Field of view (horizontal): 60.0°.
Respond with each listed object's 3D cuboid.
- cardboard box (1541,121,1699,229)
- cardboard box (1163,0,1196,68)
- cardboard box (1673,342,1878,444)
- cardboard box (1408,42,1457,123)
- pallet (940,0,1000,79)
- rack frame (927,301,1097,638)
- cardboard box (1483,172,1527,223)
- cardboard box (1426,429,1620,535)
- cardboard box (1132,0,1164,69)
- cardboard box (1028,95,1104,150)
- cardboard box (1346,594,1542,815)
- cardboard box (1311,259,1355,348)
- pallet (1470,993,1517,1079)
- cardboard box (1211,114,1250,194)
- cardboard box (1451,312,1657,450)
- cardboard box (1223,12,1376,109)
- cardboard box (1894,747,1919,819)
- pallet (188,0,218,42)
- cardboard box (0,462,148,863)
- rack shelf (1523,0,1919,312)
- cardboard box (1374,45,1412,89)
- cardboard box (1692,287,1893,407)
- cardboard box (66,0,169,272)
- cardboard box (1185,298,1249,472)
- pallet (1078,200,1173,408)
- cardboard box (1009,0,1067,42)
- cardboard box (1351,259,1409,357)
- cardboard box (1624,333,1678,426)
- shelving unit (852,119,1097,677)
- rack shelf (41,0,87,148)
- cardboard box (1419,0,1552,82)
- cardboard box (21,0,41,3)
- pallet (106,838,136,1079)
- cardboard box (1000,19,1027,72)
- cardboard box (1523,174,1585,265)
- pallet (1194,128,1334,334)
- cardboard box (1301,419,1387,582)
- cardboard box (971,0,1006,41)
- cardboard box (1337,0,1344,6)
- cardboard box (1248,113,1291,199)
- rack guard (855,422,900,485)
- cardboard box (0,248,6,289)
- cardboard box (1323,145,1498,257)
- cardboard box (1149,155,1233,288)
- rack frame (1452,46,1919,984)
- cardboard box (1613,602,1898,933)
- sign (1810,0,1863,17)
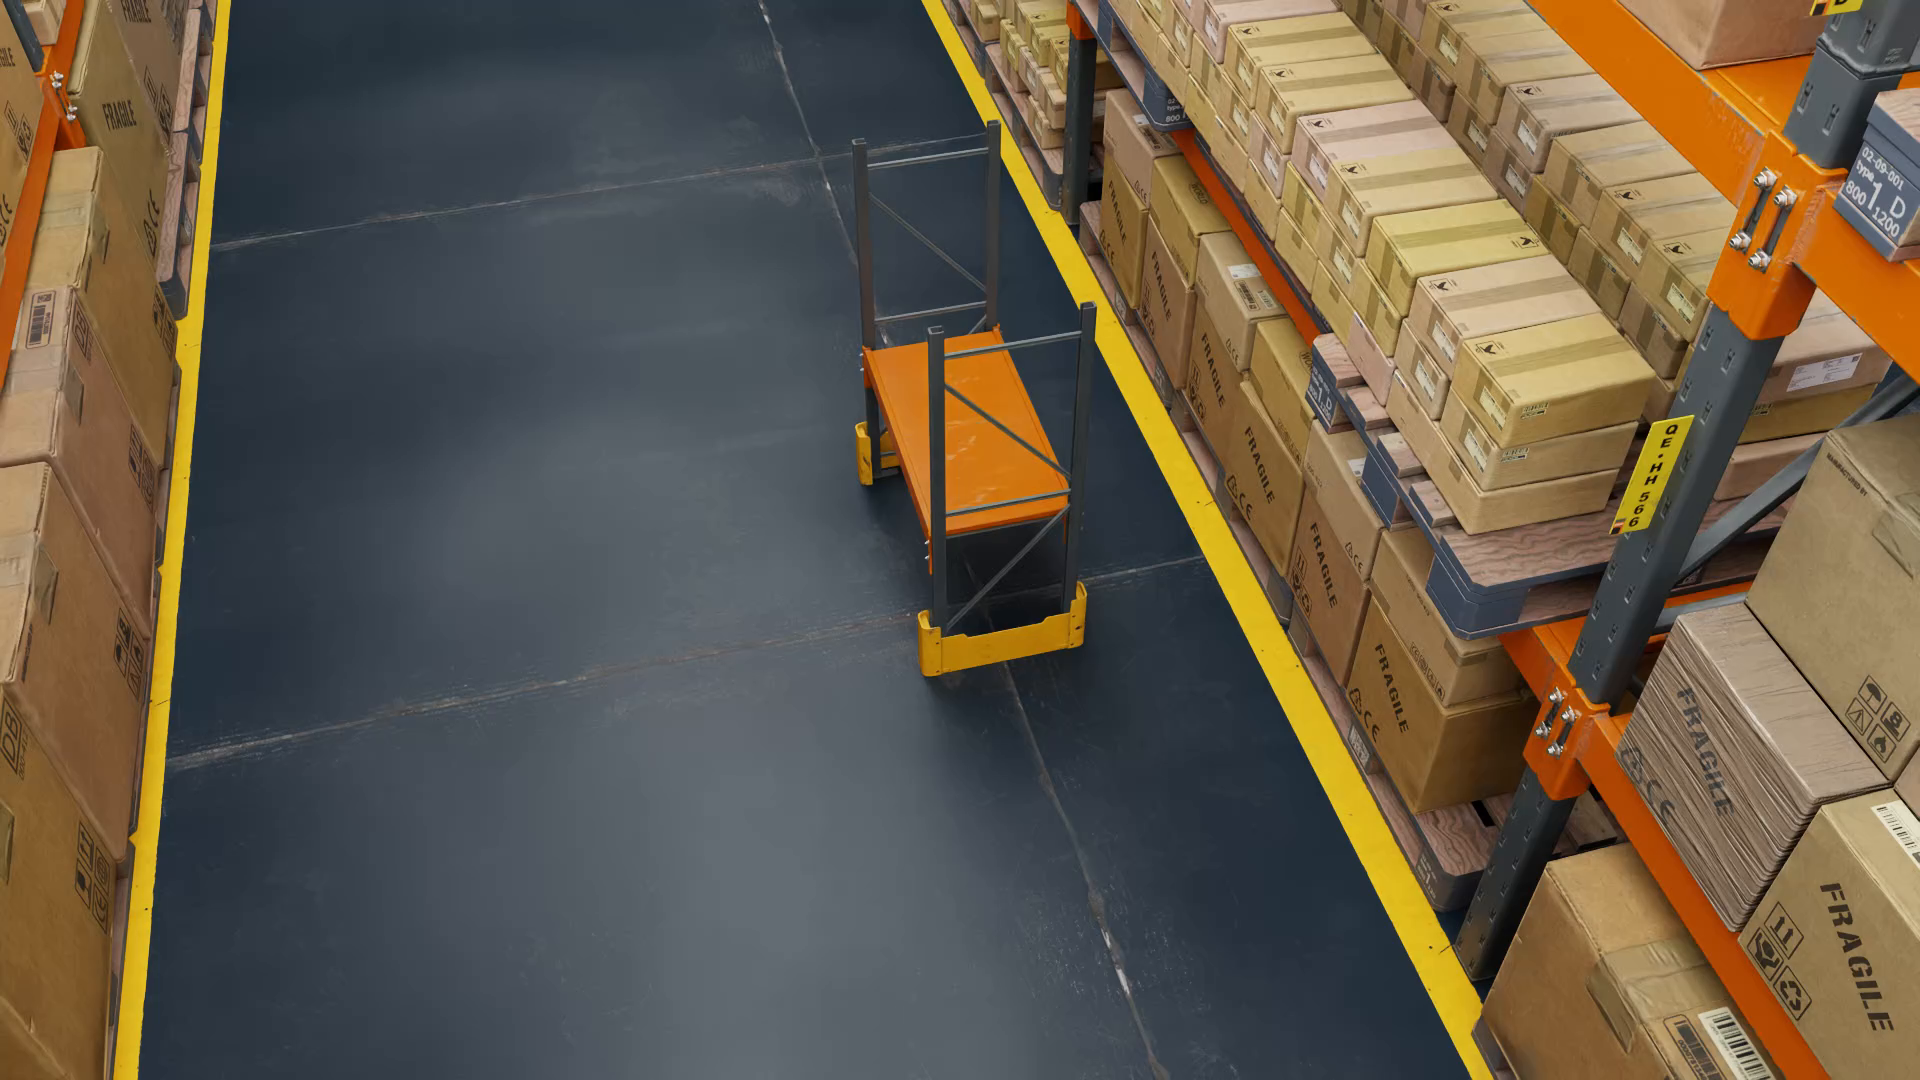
[{"bbox_3d":[1.861,-1.022,4.617,0.380,0.149,0.250,-13,47,-12],"label":"cardboard box"},{"bbox_3d":[0.894,-1.709,5.498,0.380,0.149,0.250,-9,46,-9],"label":"cardboard box"},{"bbox_3d":[2.059,-0.396,4.211,0.380,0.149,0.250,-9,46,-9],"label":"cardboard box"},{"bbox_3d":[1.655,-1.470,5.264,0.380,0.149,0.250,-9,46,-9],"label":"cardboard box"},{"bbox_3d":[0.443,-2.949,8.992,1.003,0.211,1.213,-11,47,-10],"label":"pallet"},{"bbox_3d":[0.152,-0.115,5.313,0.500,1.500,0.032,-11,47,-10],"label":"rack frame"},{"bbox_3d":[1.791,-1.008,5.019,0.380,0.149,0.250,-9,46,-9],"label":"cardboard box"},{"bbox_3d":[1.418,-0.178,4.206,0.380,0.149,0.250,-10,46,-10],"label":"cardboard box"},{"bbox_3d":[0.821,-1.790,5.786,0.380,0.149,0.250,-10,46,-10],"label":"cardboard box"},{"bbox_3d":[0.535,-1.981,7.794,0.380,0.149,0.250,-10,46,-10],"label":"cardboard box"},{"bbox_3d":[1.568,0.459,5.156,0.500,0.500,0.500,-11,47,-11],"label":"cardboard box"},{"bbox_3d":[1.230,-0.700,4.717,0.380,0.149,0.250,-11,47,-11],"label":"cardboard box"},{"bbox_3d":[2.118,1.672,4.464,1.003,0.211,1.213,-11,47,-10],"label":"pallet"},{"bbox_3d":[1.022,-1.252,5.258,0.380,0.149,0.250,-13,47,-12],"label":"cardboard box"},{"bbox_3d":[1.420,-0.384,3.992,0.380,0.149,0.250,-12,47,-12],"label":"cardboard box"},{"bbox_3d":[1.026,-1.457,5.043,0.380,0.149,0.250,-9,46,-9],"label":"cardboard box"},{"bbox_3d":[2.225,0.414,2.974,0.700,0.500,0.500,-11,47,-11],"label":"cardboard box"},{"bbox_3d":[-4.599,-3.035,9.076,1.003,0.211,1.213,-11,47,-10],"label":"pallet"},{"bbox_3d":[-3.209,0.474,4.878,1.225,0.875,0.875,-11,47,-10],"label":"cardboard box"},{"bbox_3d":[1.477,-2.041,4.554,1.077,0.370,4.000,-11,47,-10],"label":"rack shelf"},{"bbox_3d":[1.595,-1.546,5.547,0.380,0.149,0.250,-9,46,-9],"label":"cardboard box"},{"bbox_3d":[2.057,-0.487,4.092,0.380,0.149,0.250,-11,47,-10],"label":"cardboard box"},{"bbox_3d":[-3.947,-1.660,6.971,0.875,0.875,0.875,-11,47,-10],"label":"cardboard box"},{"bbox_3d":[1.182,-0.613,6.207,0.500,0.500,0.500,-10,46,-10],"label":"cardboard box"},{"bbox_3d":[1.166,-1.111,7.191,1.003,0.211,1.213,-11,47,-10],"label":"pallet"},{"bbox_3d":[0.448,-2.519,7.904,0.380,0.149,0.250,-11,47,-11],"label":"cardboard box"},{"bbox_3d":[1.283,-0.648,4.459,0.380,0.149,0.250,-10,46,-9],"label":"cardboard box"},{"bbox_3d":[2.001,-0.452,4.475,0.380,0.149,0.250,-9,46,-8],"label":"cardboard box"},{"bbox_3d":[0.020,-0.472,5.663,0.587,1.500,1.083,-11,47,-10],"label":"shelving unit"},{"bbox_3d":[-4.367,-2.916,7.511,1.077,0.370,4.000,-11,47,-10],"label":"rack shelf"},{"bbox_3d":[1.660,-1.564,5.148,0.380,0.149,0.250,-11,47,-11],"label":"cardboard box"},{"bbox_3d":[-3.723,-2.211,6.213,0.500,0.250,0.500,-11,47,-11],"label":"cardboard box"},{"bbox_3d":[-2.960,1.393,4.737,1.003,0.211,1.213,-11,47,-10],"label":"pallet"},{"bbox_3d":[0.410,-2.403,7.998,0.380,0.149,0.250,-12,47,-12],"label":"cardboard box"},{"bbox_3d":[1.852,-0.940,4.745,0.380,0.149,0.250,-11,47,-10],"label":"cardboard box"},{"bbox_3d":[1.443,-1.154,5.415,1.003,0.211,1.213,-11,47,-10],"label":"pallet"},{"bbox_3d":[1.421,-0.168,5.245,0.500,0.250,0.500,-10,46,-10],"label":"cardboard box"},{"bbox_3d":[0.270,-2.696,8.494,0.380,0.149,0.250,-11,47,-10],"label":"cardboard box"},{"bbox_3d":[1.461,-2.007,5.790,0.380,0.149,0.250,-12,47,-12],"label":"cardboard box"},{"bbox_3d":[1.090,-1.173,4.973,0.380,0.149,0.250,-10,46,-9],"label":"cardboard box"},{"bbox_3d":[-0.108,-0.379,6.446,0.587,0.250,0.087,-11,47,-10],"label":"rack guard"},{"bbox_3d":[-3.211,-0.846,4.909,0.500,0.500,0.500,-11,47,-11],"label":"cardboard box"},{"bbox_3d":[1.219,-0.922,4.519,0.380,0.149,0.250,-9,46,-9],"label":"cardboard box"},{"bbox_3d":[1.038,-1.233,6.289,0.500,0.250,0.500,-10,46,-9],"label":"cardboard box"},{"bbox_3d":[1.989,0.138,4.015,1.000,3.000,0.127,-11,47,-10],"label":"rack frame"},{"bbox_3d":[1.843,0.462,3.627,0.500,0.500,0.500,-10,46,-10],"label":"cardboard box"},{"bbox_3d":[1.464,-0.995,2.663,0.100,0.325,0.005,-11,47,-10],"label":"sign"}]
